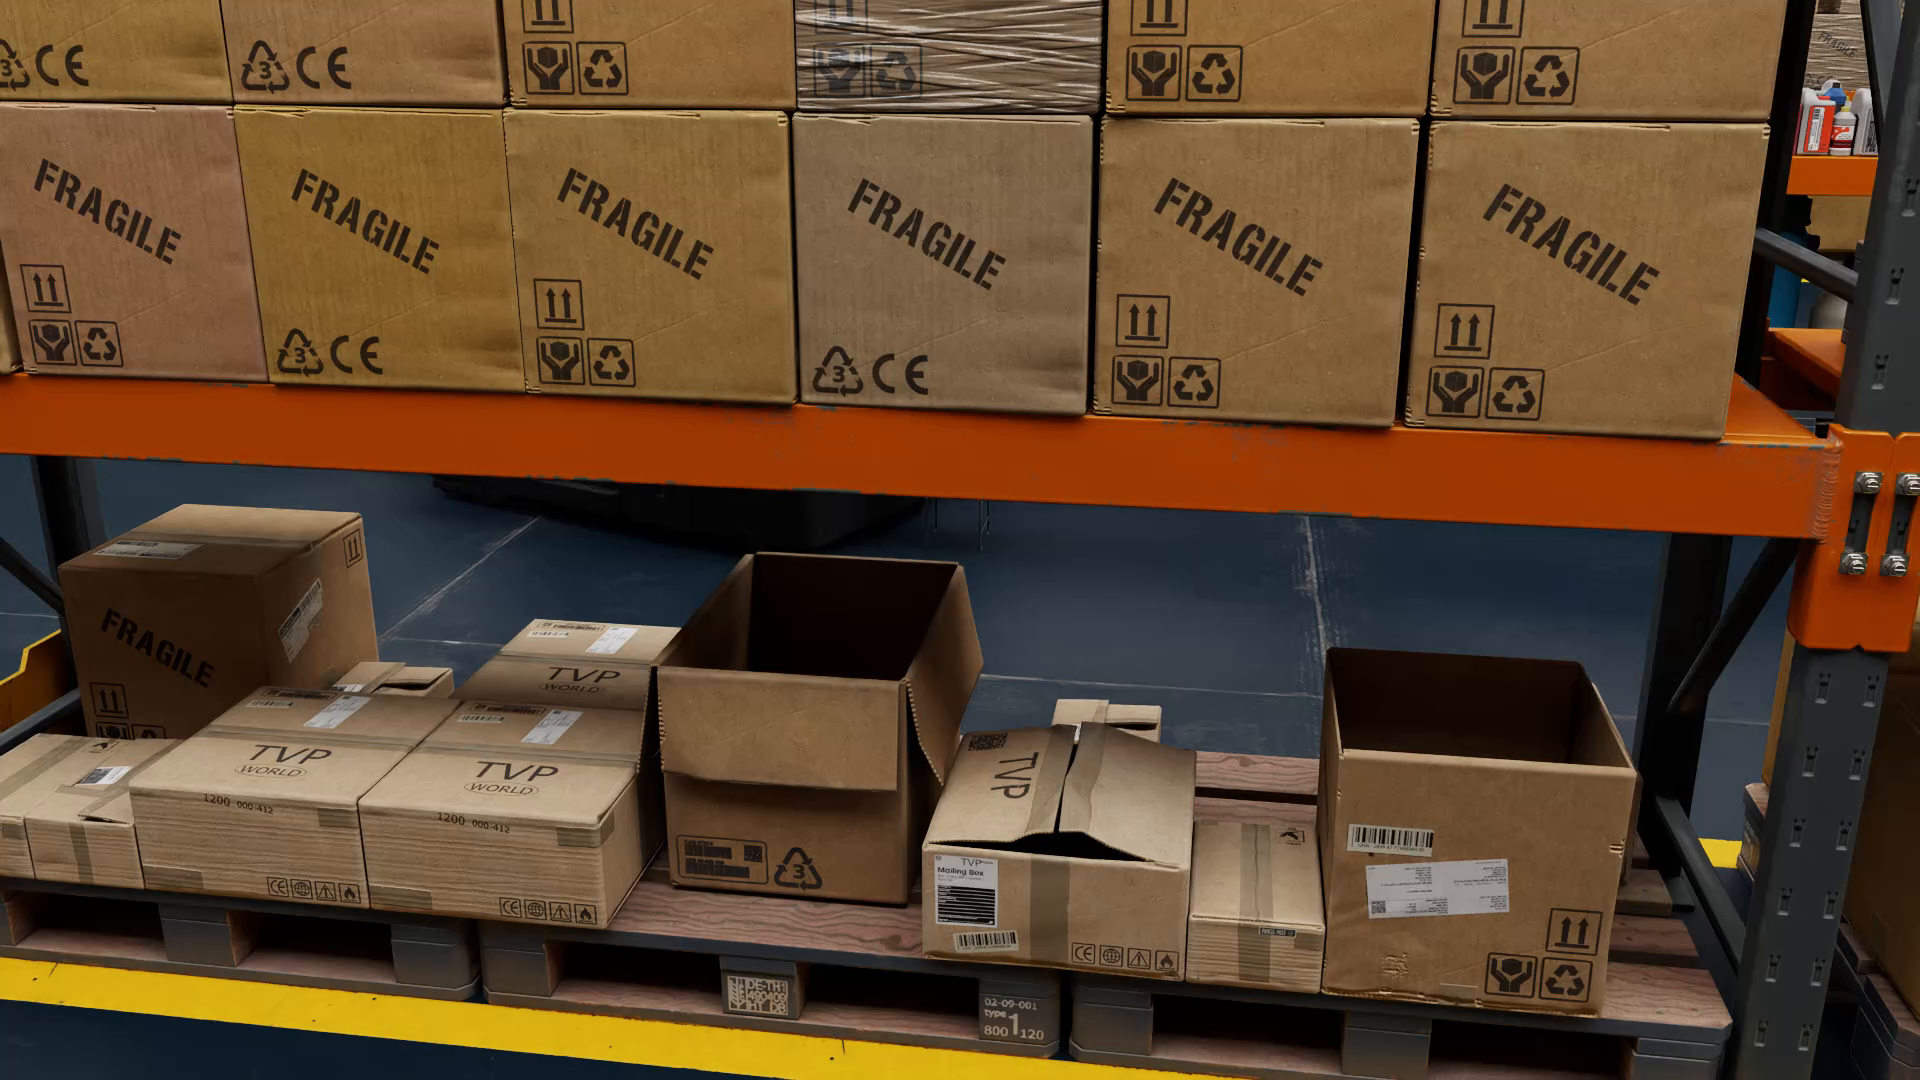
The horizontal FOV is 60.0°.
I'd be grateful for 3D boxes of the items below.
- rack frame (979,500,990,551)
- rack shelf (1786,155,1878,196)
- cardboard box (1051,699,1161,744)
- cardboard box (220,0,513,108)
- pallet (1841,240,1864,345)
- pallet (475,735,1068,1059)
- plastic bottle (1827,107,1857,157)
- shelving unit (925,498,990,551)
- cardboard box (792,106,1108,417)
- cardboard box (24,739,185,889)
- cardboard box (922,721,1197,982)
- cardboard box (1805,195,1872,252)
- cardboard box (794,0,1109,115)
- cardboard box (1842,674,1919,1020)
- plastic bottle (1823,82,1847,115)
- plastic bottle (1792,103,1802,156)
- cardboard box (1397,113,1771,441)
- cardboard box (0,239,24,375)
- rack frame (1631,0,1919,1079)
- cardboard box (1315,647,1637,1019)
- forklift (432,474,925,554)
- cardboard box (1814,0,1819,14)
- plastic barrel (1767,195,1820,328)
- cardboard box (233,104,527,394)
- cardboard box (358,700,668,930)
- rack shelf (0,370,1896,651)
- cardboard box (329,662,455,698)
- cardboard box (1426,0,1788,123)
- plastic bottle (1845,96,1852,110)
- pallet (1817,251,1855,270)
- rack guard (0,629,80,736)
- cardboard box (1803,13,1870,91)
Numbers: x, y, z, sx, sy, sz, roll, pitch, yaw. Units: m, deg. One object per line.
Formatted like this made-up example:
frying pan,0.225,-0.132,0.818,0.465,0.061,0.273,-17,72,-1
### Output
rack frame,0.092,-0.422,6.146,0.006,0.900,0.240,3,19,9
rack shelf,4.326,-1.604,7.502,4.000,0.370,1.077,3,19,9
cardboard box,0.326,0.512,3.818,0.250,0.166,0.380,3,19,9
cardboard box,-0.981,-1.061,3.014,0.500,0.500,0.500,3,19,9
pallet,2.334,-0.328,2.860,1.213,0.211,1.003,3,19,9
pallet,-0.324,0.733,3.780,1.213,0.211,1.003,3,19,9
plastic bottle,3.772,-1.748,7.112,0.097,0.201,0.097,0,18,0
shelving unit,-0.008,-0.427,6.162,0.210,0.900,0.258,3,19,9
cardboard box,0.011,-0.537,3.022,0.500,0.500,0.500,3,19,10
cardboard box,-1.782,0.581,3.611,0.250,0.166,0.380,3,19,9
cardboard box,0.214,0.595,3.341,0.500,0.311,0.500,3,19,9
cardboard box,6.408,-2.629,12.119,0.875,0.875,1.225,2,19,6
cardboard box,0.018,-1.010,2.861,0.500,0.500,0.500,3,19,9
cardboard box,2.001,0.584,3.078,0.500,0.500,0.500,2,19,6
plastic bottle,4.011,-1.964,7.647,0.097,0.271,0.097,0,18,0
plastic bottle,3.523,-1.793,7.119,0.133,0.283,0.061,3,19,9
cardboard box,1.028,-0.486,2.871,0.500,0.500,0.500,3,19,10
cardboard box,-1.991,-0.638,3.324,0.500,0.500,0.500,3,19,10
rack frame,1.562,-0.494,3.052,0.127,3.000,1.000,3,19,9
cardboard box,0.954,0.543,3.199,0.500,0.500,0.500,3,19,9
forklift,-1.571,-1.664,6.658,3.031,2.935,1.130,11,21,29
cardboard box,5.724,-3.995,11.776,0.637,0.503,0.797,3,19,10
plastic barrel,3.585,-1.181,7.751,0.708,0.901,0.600,3,19,9
cardboard box,-0.986,-0.587,3.173,0.500,0.500,0.500,3,19,8
cardboard box,-0.908,0.567,3.522,0.500,0.250,0.500,3,19,9
rack shelf,-0.413,-0.253,3.467,4.000,0.370,1.077,3,19,9
cardboard box,-1.426,0.439,4.037,0.250,0.166,0.380,3,19,9
cardboard box,1.022,-0.960,2.711,0.500,0.500,0.500,3,19,9
plastic bottle,4.131,-1.973,7.786,0.097,0.201,0.097,0,18,0
pallet,6.320,-2.137,12.357,1.213,0.211,1.003,3,19,9
rack guard,-2.312,0.494,4.039,0.348,0.500,1.175,3,19,9
cardboard box,6.068,-3.417,11.632,0.500,0.500,0.500,3,19,8
